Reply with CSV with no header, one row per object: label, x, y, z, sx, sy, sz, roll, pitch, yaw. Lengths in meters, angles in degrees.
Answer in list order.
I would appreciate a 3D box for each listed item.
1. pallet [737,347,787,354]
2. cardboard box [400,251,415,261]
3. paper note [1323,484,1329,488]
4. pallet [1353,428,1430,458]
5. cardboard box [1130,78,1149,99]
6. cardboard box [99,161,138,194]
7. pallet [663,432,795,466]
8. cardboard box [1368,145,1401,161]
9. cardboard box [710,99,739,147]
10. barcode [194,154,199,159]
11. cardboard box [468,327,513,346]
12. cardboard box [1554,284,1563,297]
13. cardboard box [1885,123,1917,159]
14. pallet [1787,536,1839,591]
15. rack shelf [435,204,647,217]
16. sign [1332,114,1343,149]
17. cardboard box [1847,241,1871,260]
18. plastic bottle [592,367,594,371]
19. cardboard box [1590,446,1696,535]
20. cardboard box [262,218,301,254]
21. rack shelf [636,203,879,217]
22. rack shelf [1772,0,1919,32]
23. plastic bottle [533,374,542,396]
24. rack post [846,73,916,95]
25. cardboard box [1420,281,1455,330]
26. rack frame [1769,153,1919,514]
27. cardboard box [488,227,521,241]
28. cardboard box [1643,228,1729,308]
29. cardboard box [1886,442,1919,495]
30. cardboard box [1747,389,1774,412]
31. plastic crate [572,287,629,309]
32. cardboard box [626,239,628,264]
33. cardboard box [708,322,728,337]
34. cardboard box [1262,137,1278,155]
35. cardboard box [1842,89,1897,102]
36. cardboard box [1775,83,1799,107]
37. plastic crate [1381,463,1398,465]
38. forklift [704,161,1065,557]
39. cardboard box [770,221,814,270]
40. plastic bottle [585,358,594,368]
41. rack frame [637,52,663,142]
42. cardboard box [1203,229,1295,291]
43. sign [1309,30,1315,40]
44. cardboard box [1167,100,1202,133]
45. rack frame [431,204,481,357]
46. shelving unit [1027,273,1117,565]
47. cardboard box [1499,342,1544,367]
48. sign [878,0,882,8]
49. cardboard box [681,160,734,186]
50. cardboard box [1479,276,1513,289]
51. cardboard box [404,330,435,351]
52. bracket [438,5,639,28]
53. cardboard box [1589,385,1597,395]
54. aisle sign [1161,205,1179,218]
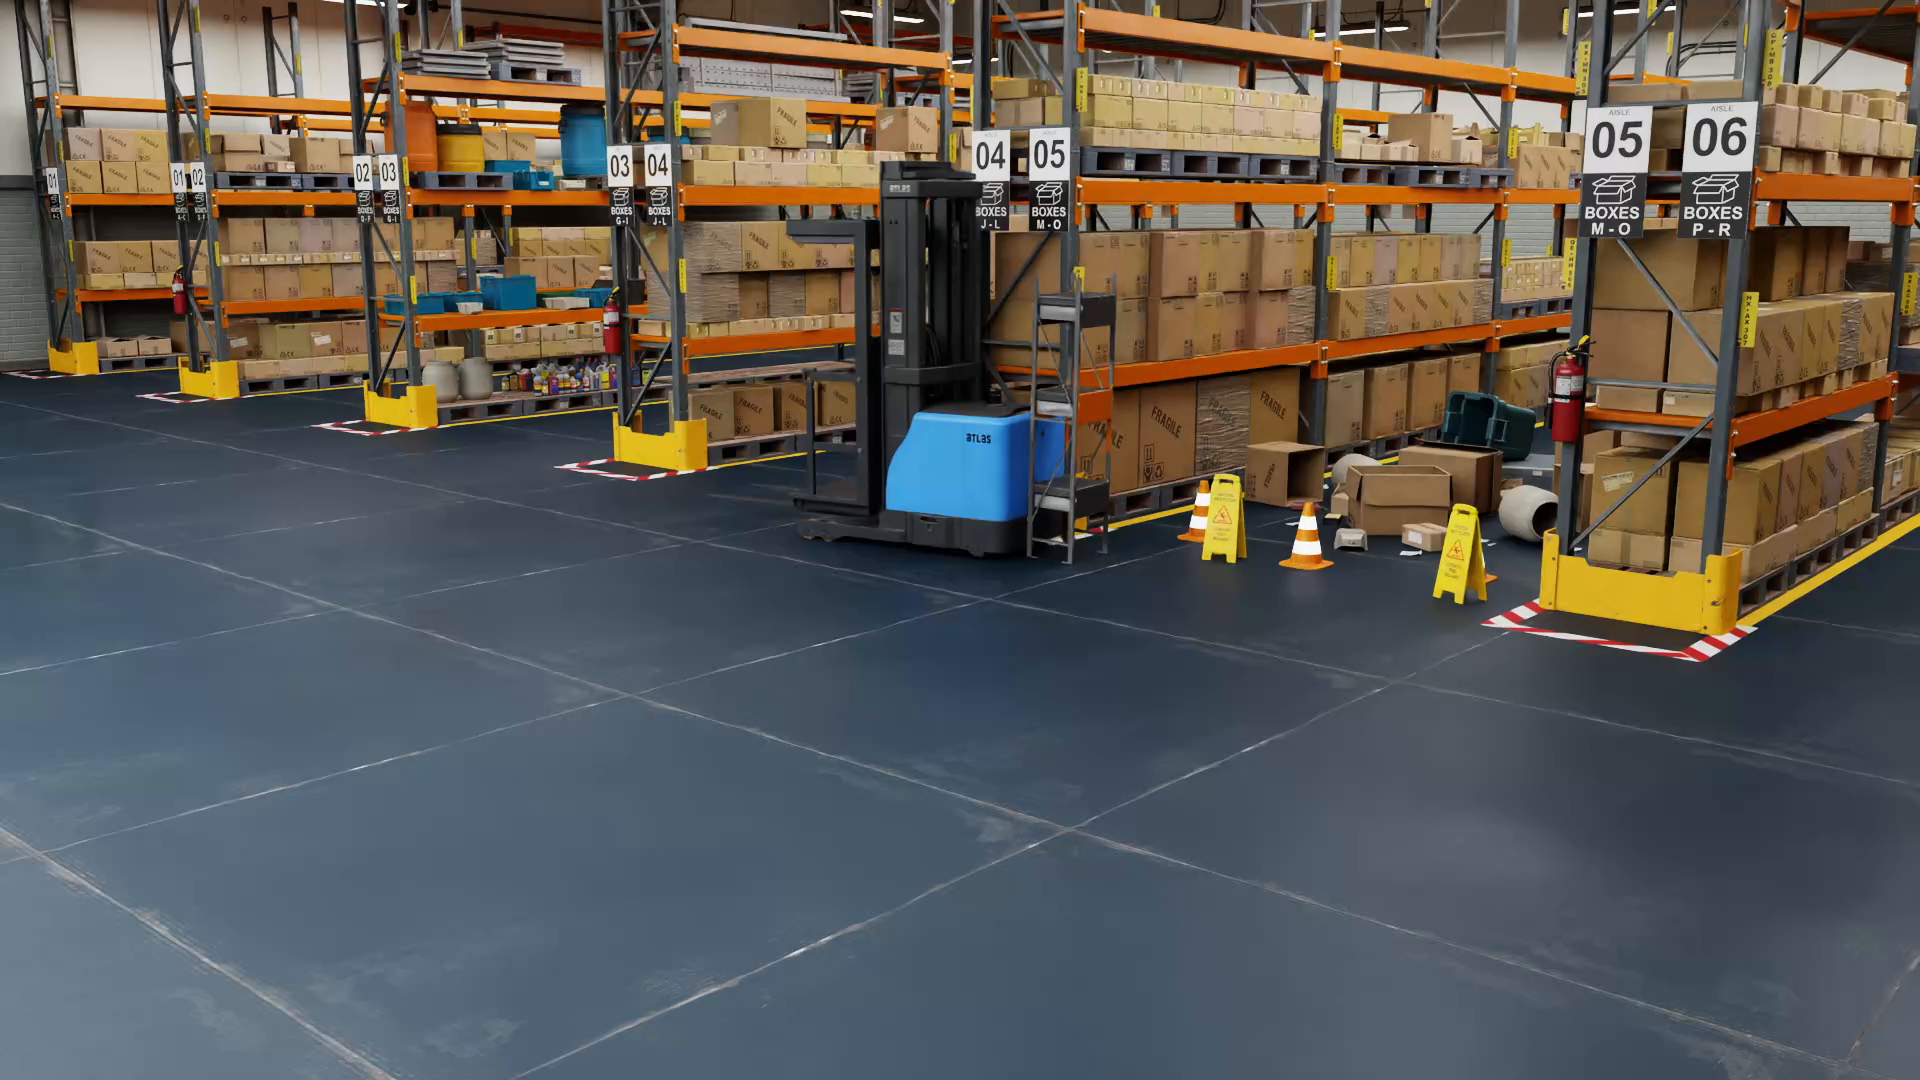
pallet,-3.970,-3.621,30.801,1.003,0.211,1.213,10,15,40
cardboard box,-8.464,-4.302,25.180,0.380,0.149,0.250,10,15,40
paper note,3.397,-0.507,15.670,0.147,0.020,0.142,0,11,1
pallet,4.419,-1.115,18.254,1.003,0.211,1.213,10,15,40
cardboard box,1.314,-3.666,13.529,0.380,0.149,0.250,10,15,40
cardboard box,-13.511,-5.789,26.570,0.500,0.500,0.500,-11,16,-44
pallet,-2.526,-1.005,17.704,1.003,0.211,1.213,10,15,40
cardboard box,4.281,-3.954,17.005,0.380,0.149,0.250,10,15,40
cardboard box,-2.306,-4.418,17.724,0.500,0.500,0.500,10,15,40
barcode,-10.741,-5.390,23.399,0.001,0.075,0.075,10,15,40
cardboard box,-7.477,-3.277,26.478,0.500,0.311,0.500,10,15,41
cardboard box,7.295,-3.123,20.759,0.380,0.149,0.250,9,14,39
cardboard box,6.855,-2.997,12.522,0.500,0.250,0.500,10,15,40
pallet,5.724,0.098,12.184,1.003,0.211,1.213,10,15,40
rack shelf,-6.617,-5.529,27.411,1.077,0.370,4.000,10,15,40
sign,3.579,-3.870,15.751,0.100,0.325,0.005,10,15,40
cardboard box,7.526,-2.473,14.190,0.380,0.149,0.250,9,15,39
plastic bottle,-4.861,-2.161,22.183,0.061,0.283,0.133,10,15,40
cardboard box,4.638,-0.342,11.298,0.500,0.500,0.500,10,15,41
cardboard box,-9.882,-4.366,23.844,0.700,0.500,0.500,9,15,39
rack shelf,-2.899,-4.888,24.202,1.077,0.370,4.000,10,15,40
rack shelf,5.625,-3.847,11.341,1.077,0.370,4.000,10,15,40
plastic bottle,-5.428,-1.991,21.364,0.097,0.271,0.097,0,11,0
rack post,-1.131,-7.080,25.879,0.954,0.300,0.937,10,15,40
cardboard box,5.045,-2.569,18.157,0.500,0.500,0.500,9,15,39
rack frame,6.946,-1.554,13.331,1.000,3.000,0.127,10,15,40
cardboard box,-8.916,-6.017,32.700,0.500,0.250,0.500,10,15,42
cardboard box,4.818,-1.827,11.133,0.700,0.500,0.500,10,15,41
cardboard box,7.762,-0.655,14.467,0.950,0.372,0.625,11,16,44
cardboard box,5.077,-0.933,10.864,0.380,0.149,0.250,9,15,39
plastic crate,-4.746,-3.204,21.976,0.499,0.251,0.616,10,15,40
cardboard box,-6.825,-5.961,34.332,0.500,0.500,0.500,10,15,41
cardboard box,-2.592,-2.169,17.052,0.380,0.149,0.250,10,15,40
cardboard box,2.656,-3.574,15.100,0.380,0.149,0.250,10,15,41
cardboard box,7.233,-3.504,13.471,0.500,0.250,0.500,10,15,42
cardboard box,5.059,-2.798,10.507,0.380,0.149,0.250,10,15,40
plastic crate,4.030,-0.633,15.755,0.662,0.188,0.450,-4,2,-18
forklift,-0.691,-1.502,13.248,3.031,2.935,1.130,7,13,31
cardboard box,-1.907,-3.124,17.625,0.500,0.500,0.500,10,15,40
plastic bottle,-5.063,-2.327,22.843,0.144,0.351,0.185,10,15,42
rack frame,-6.380,-8.875,34.671,1.000,3.000,0.127,10,15,40
cardboard box,2.616,-2.636,15.611,0.875,0.550,0.550,10,15,40
sign,5.198,-7.382,24.610,0.100,0.325,0.005,10,15,40
cardboard box,1.698,-3.575,14.092,0.500,0.250,0.500,10,15,40
rack frame,-7.937,-4.116,26.162,1.000,3.000,0.127,10,15,40
shelving unit,0.831,-0.910,12.384,0.431,2.100,0.503,10,15,35
cardboard box,6.773,-2.260,20.263,0.500,0.250,0.500,10,15,40
sign,-0.919,-6.383,19.407,0.100,0.325,0.005,10,15,40
cardboard box,-2.627,-3.681,16.708,0.500,0.250,0.500,10,15,42
cardboard box,6.271,-3.041,19.588,0.380,0.149,0.250,11,15,43
cardboard box,-8.418,-3.173,25.472,0.500,0.500,0.500,10,15,40
bracket,-8.287,-10.366,32.948,0.076,0.066,4.783,10,15,40
cardboard box,8.142,-2.194,21.849,0.500,0.500,0.500,9,15,39
aisle sign,3.970,-6.488,31.401,0.394,0.787,0.004,10,15,40
